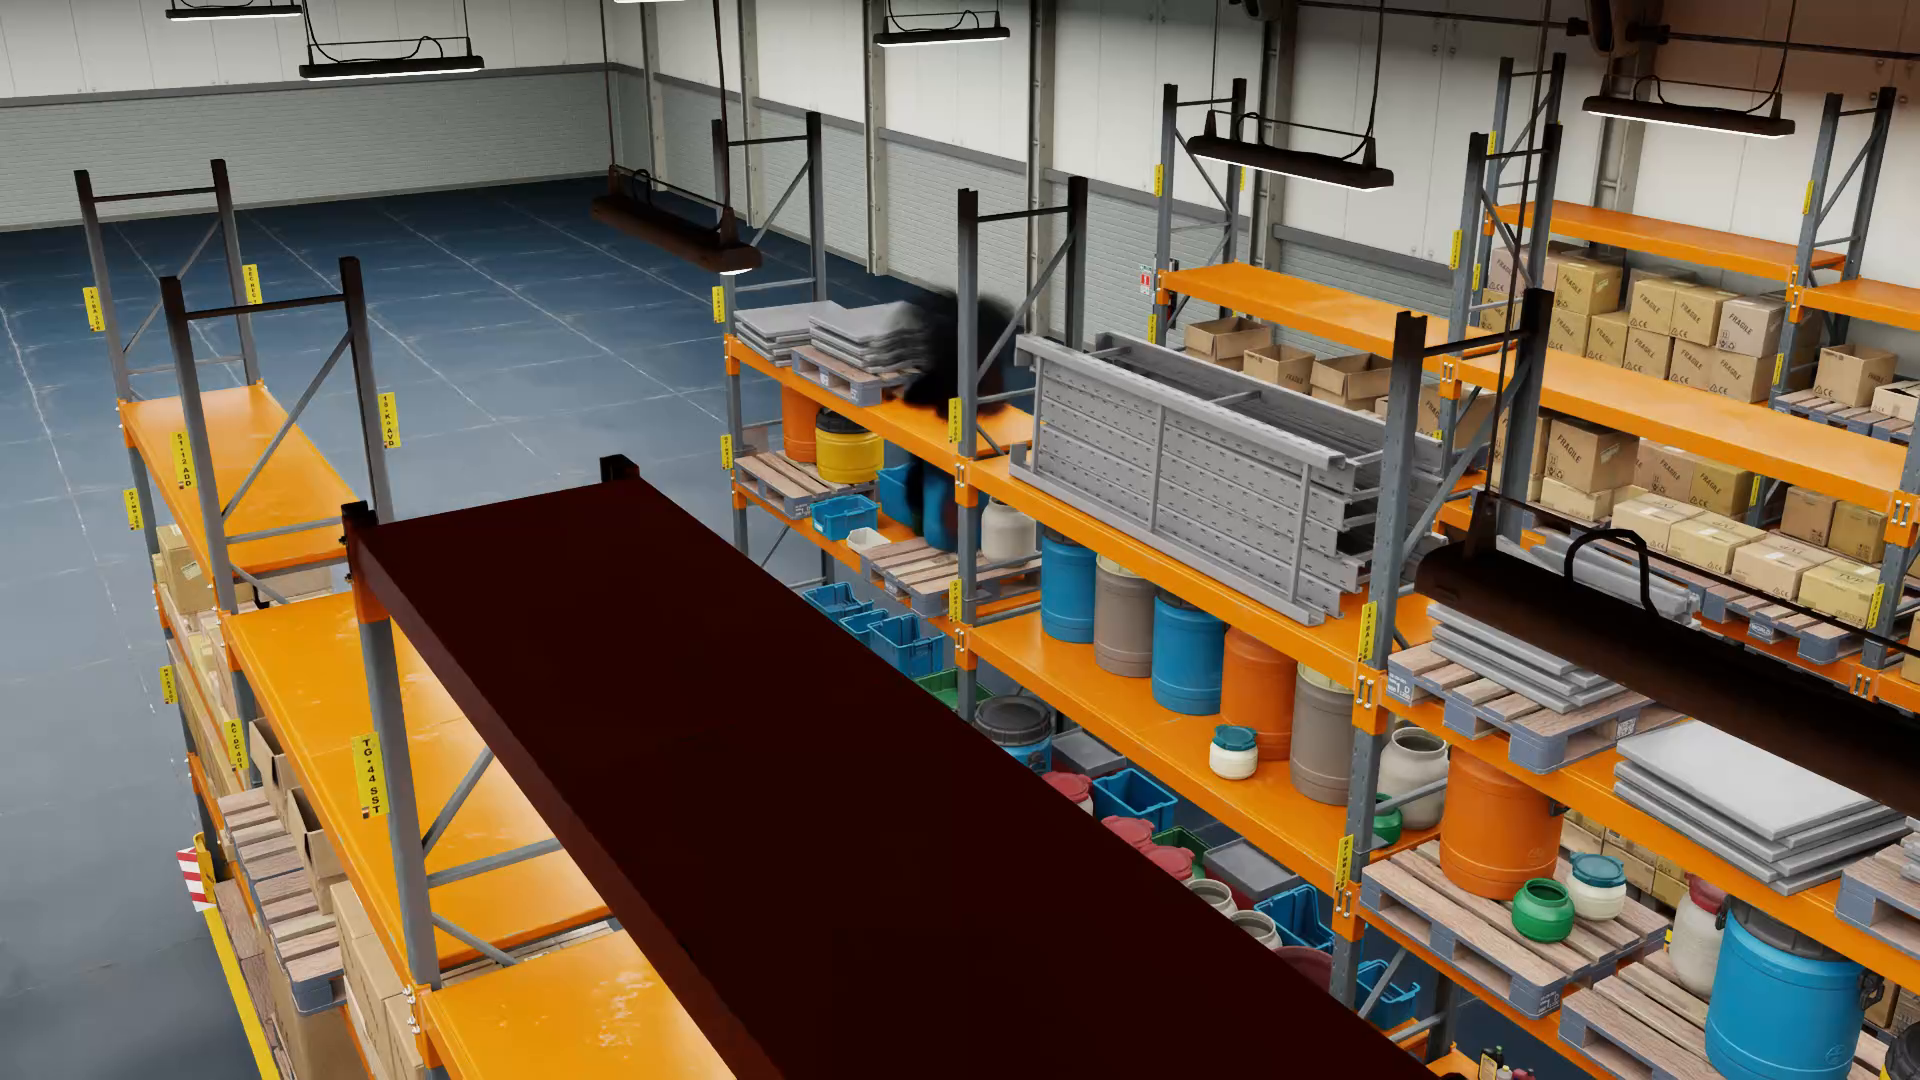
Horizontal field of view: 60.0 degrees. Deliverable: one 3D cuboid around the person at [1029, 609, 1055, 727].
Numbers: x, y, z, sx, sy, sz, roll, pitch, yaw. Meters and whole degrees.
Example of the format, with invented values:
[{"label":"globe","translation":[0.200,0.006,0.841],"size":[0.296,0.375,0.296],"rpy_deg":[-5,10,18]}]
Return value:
[{"label":"person","translation":[0.972,1.104,16.542],"size":[0.970,1.593,0.674],"rpy_deg":[7,23,16]}]
